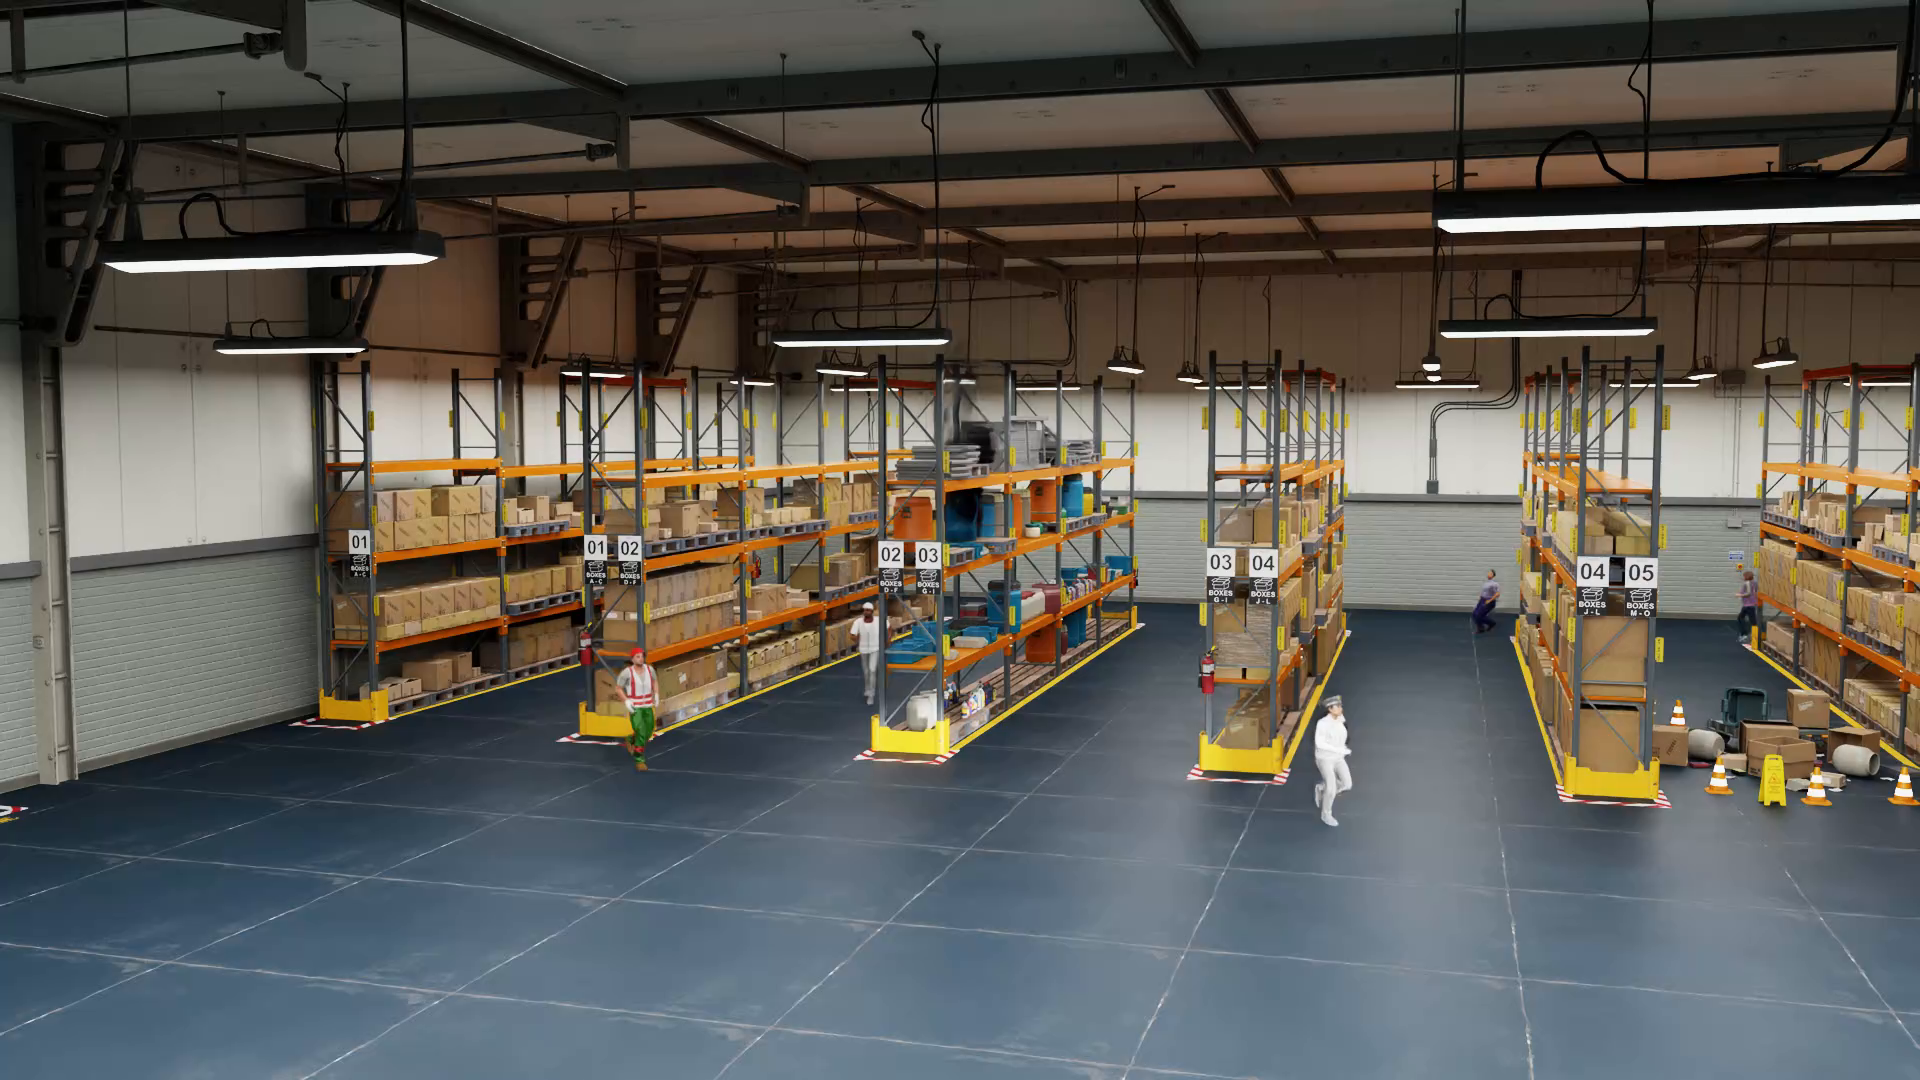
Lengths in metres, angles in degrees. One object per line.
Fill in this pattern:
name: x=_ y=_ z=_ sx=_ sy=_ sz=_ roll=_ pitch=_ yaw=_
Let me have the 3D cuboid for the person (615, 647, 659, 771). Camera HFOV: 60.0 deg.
person: x=-4.681 y=2.413 z=24.059 sx=0.660 sy=1.771 sz=0.688 roll=-3 pitch=5 yaw=-38

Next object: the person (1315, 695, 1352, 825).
person: x=4.655 y=2.722 z=20.605 sx=0.653 sy=1.646 sz=0.593 roll=-3 pitch=5 yaw=-36

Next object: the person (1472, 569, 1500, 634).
person: x=12.328 y=1.455 z=38.936 sx=0.524 sy=1.569 sz=0.729 roll=0 pitch=4 yaw=-5

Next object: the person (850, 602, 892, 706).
person: x=-1.588 y=2.008 z=29.638 sx=0.710 sy=1.820 sz=0.906 roll=1 pitch=4 yaw=11

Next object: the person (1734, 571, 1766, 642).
person: x=17.870 y=1.529 z=37.540 sx=0.721 sy=1.644 sz=0.522 roll=2 pitch=5 yaw=29
